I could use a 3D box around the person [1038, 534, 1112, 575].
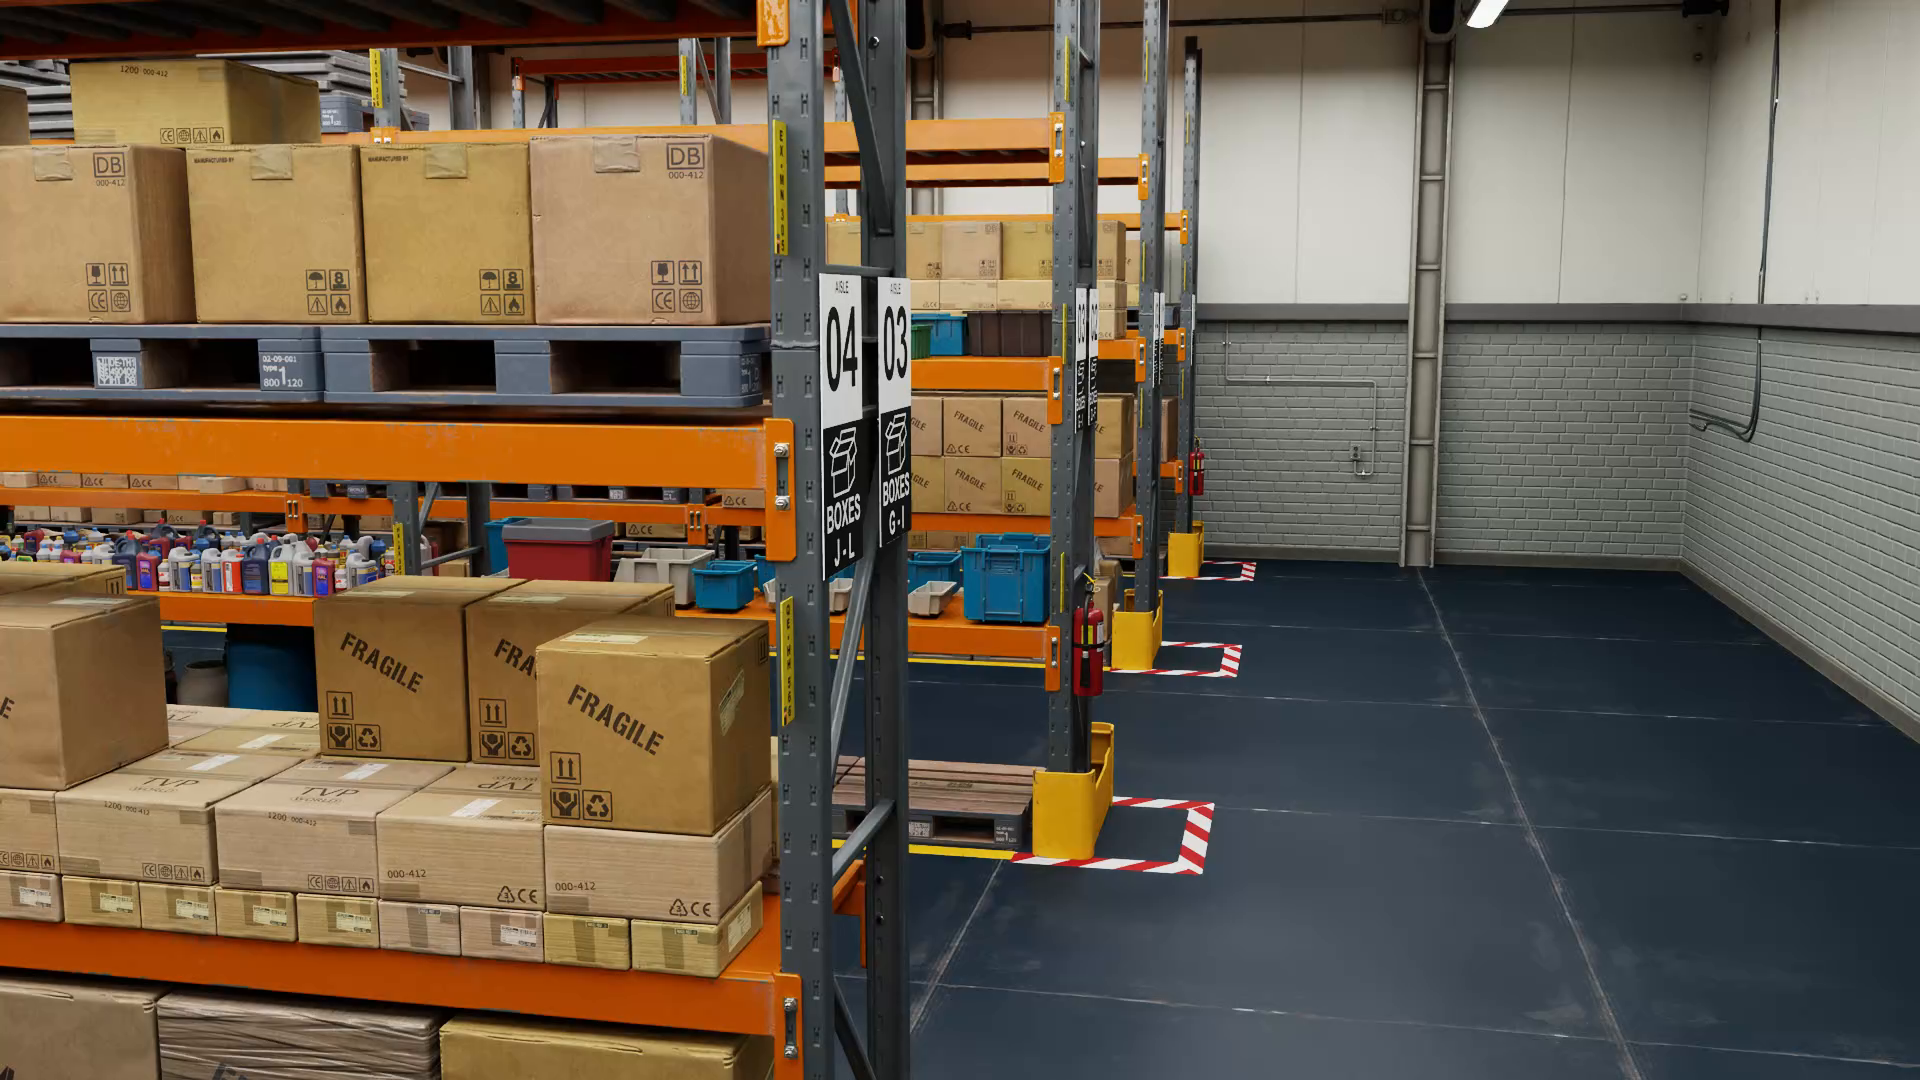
[{"bbox_3d":[1.148,0.277,16.342,0.852,1.056,0.405,1,8,9],"label":"person"}]
